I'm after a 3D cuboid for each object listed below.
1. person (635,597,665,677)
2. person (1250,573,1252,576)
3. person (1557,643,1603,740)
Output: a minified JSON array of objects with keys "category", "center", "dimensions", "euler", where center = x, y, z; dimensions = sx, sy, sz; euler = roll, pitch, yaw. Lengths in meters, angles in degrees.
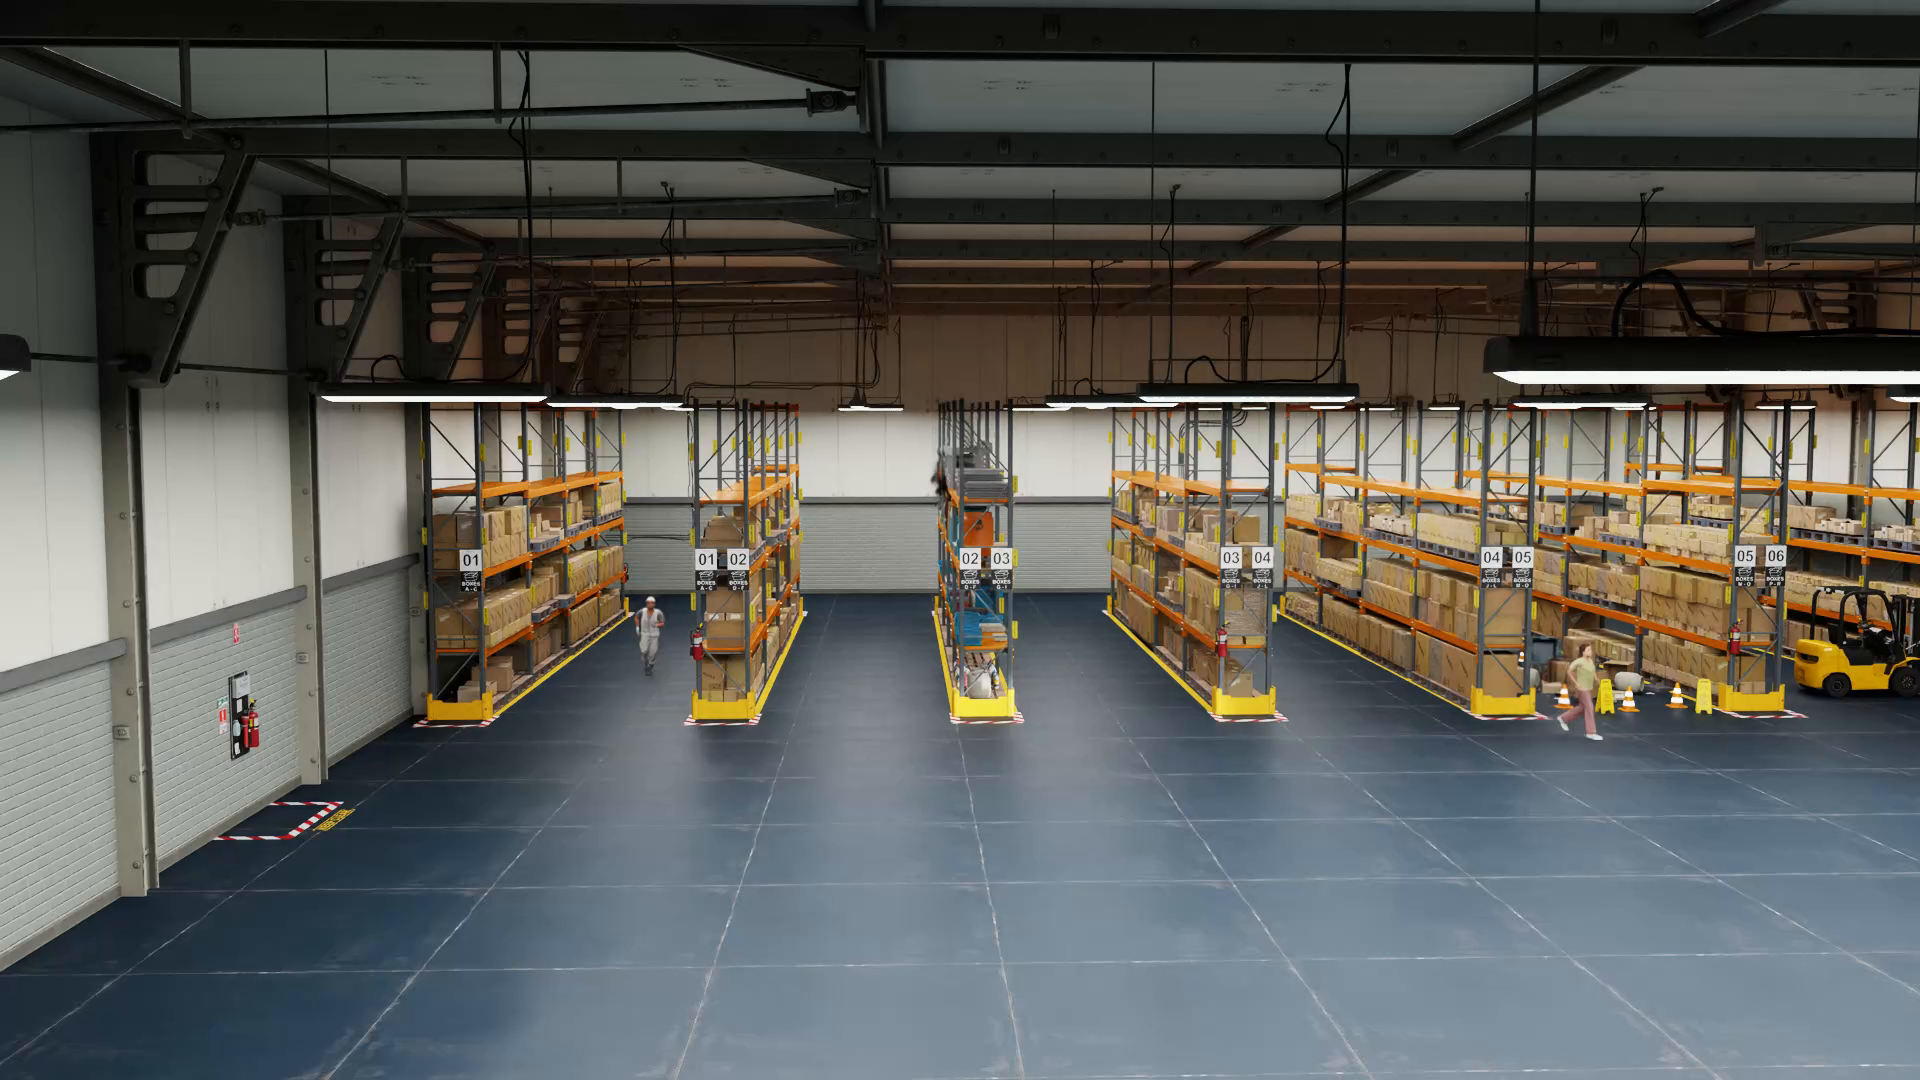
[{"category":"person","center":[-6.727,2.096,36.077],"dimensions":[0.647,1.751,0.734],"euler":[-1,4,-9]},{"category":"person","center":[8.789,1.230,48.738],"dimensions":[0.545,1.639,0.762],"euler":[-2,5,-29]},{"category":"person","center":[10.958,2.637,29.293],"dimensions":[0.582,1.664,0.904],"euler":[-4,6,-39]}]
